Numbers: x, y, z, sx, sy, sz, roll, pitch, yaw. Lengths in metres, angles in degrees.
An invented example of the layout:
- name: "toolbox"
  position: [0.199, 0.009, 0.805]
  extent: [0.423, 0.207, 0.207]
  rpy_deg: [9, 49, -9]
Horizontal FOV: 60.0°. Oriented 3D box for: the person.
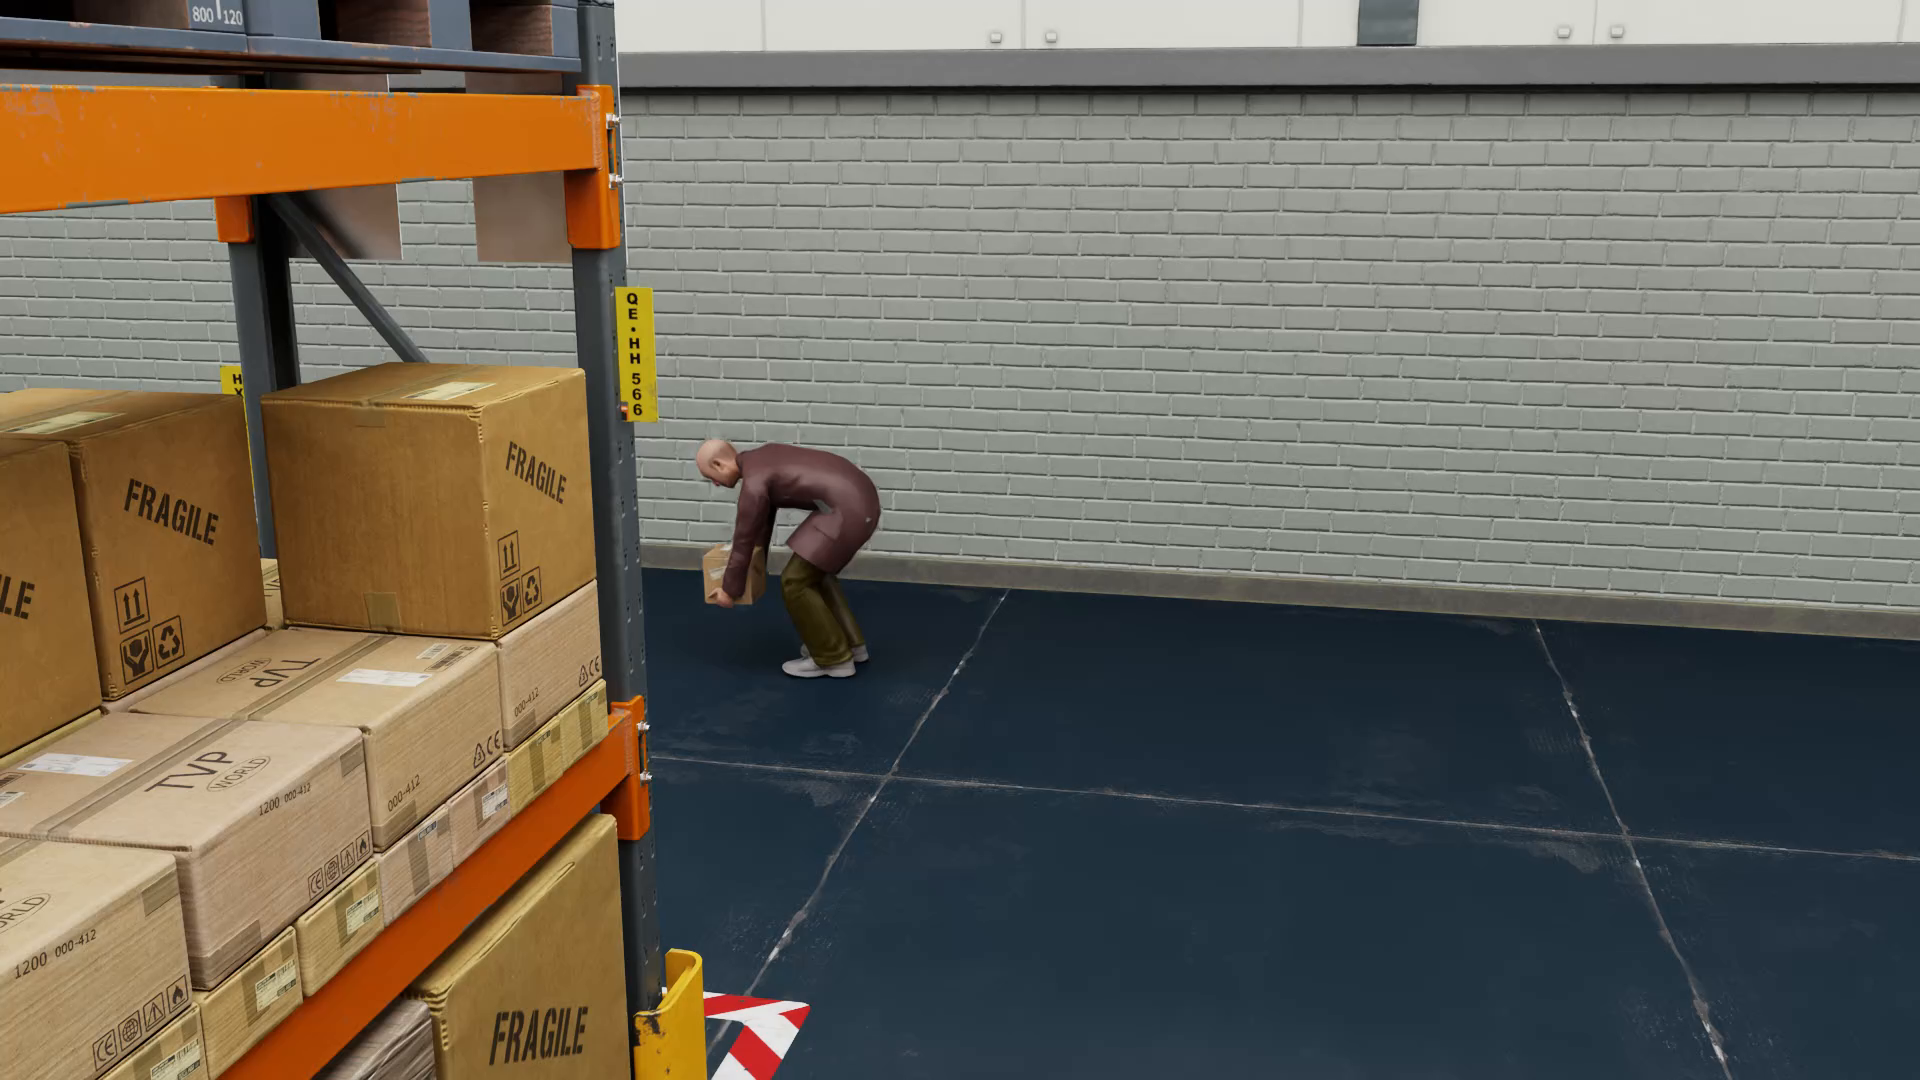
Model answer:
- name: "person"
  position: [-0.869, 0.049, 8.436]
  extent: [0.900, 1.238, 0.568]
  rpy_deg: [2, 15, 9]
